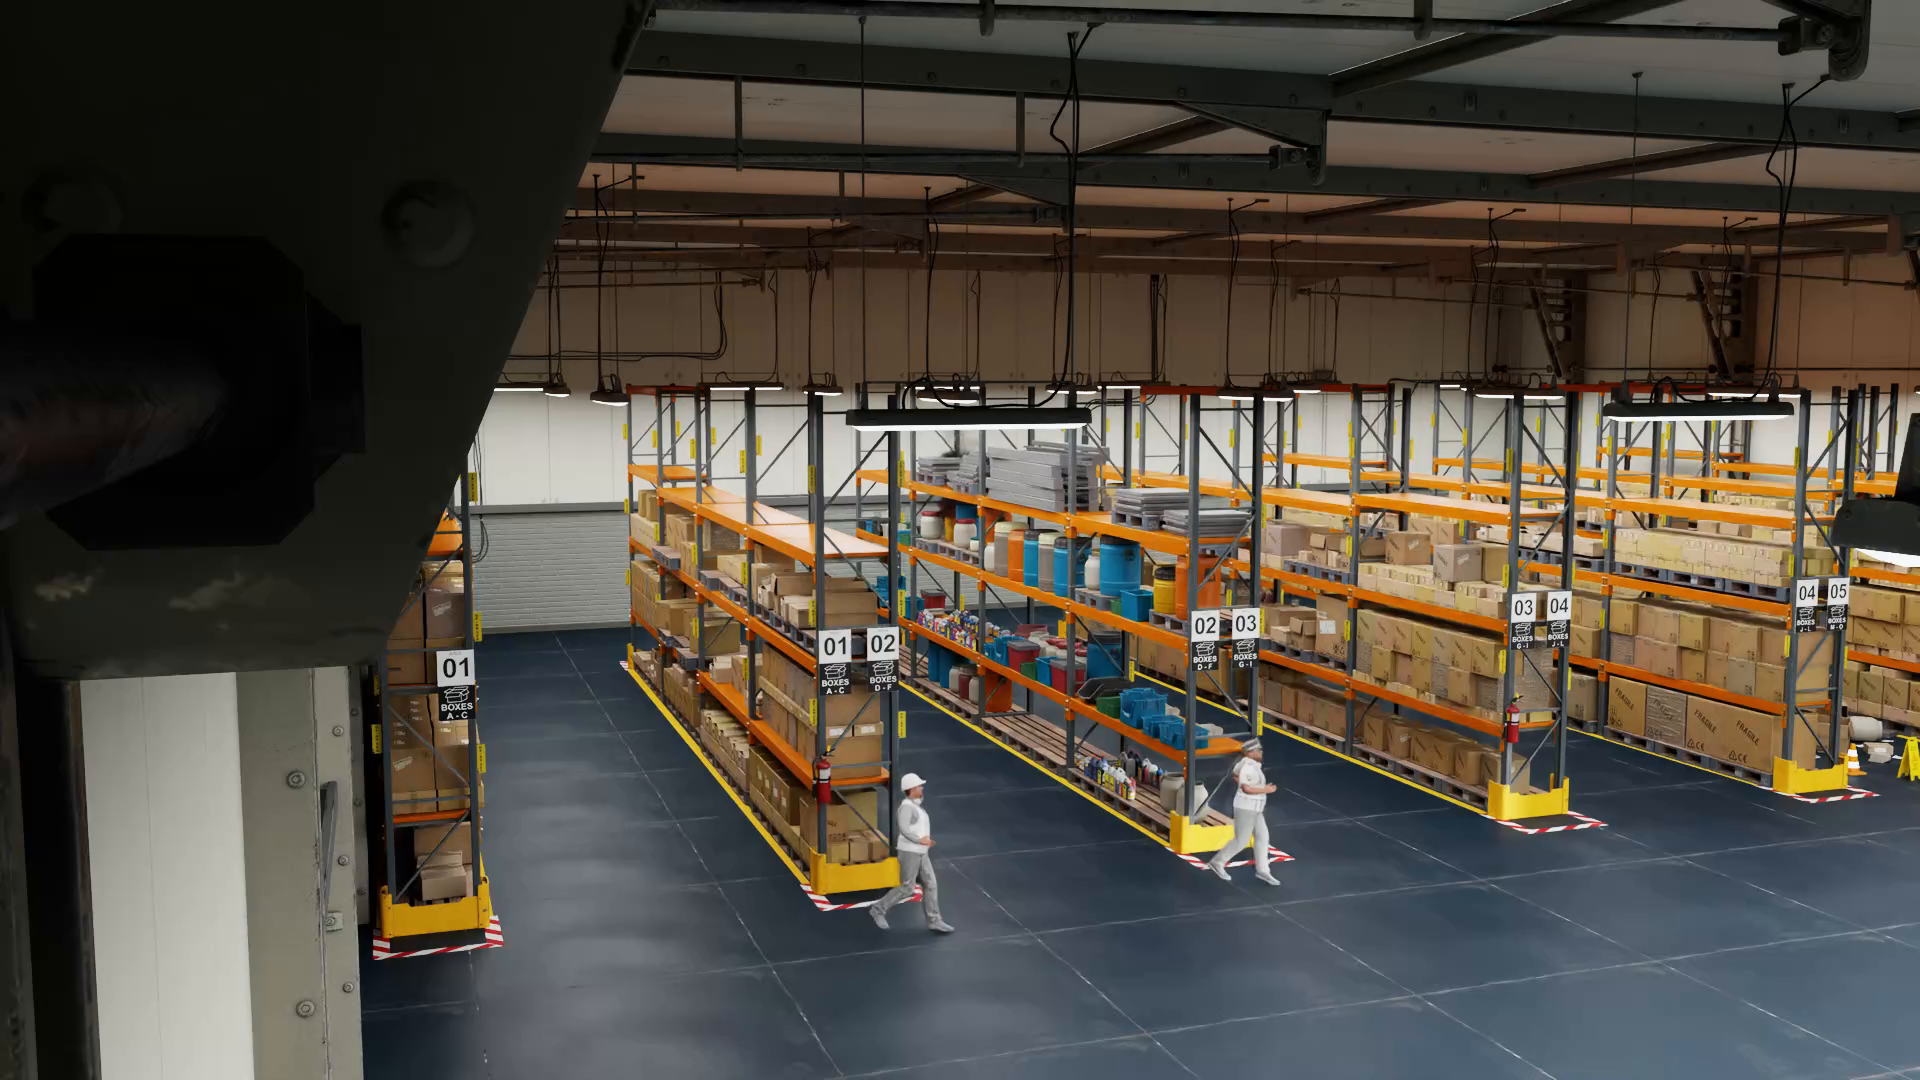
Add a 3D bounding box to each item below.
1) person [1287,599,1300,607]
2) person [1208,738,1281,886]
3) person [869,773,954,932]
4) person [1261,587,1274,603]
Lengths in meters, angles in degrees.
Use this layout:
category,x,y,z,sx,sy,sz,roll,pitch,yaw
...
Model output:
category,x,y,z,sx,sy,sz,roll,pitch,yaw
person,6.714,2.026,33.383,0.612,1.696,0.920,-3,7,-26
person,3.536,3.335,20.524,0.884,1.821,0.667,2,6,17
person,-0.495,3.513,18.790,0.926,1.746,0.726,1,6,10
person,7.717,1.254,41.518,0.596,1.553,0.764,0,6,4
